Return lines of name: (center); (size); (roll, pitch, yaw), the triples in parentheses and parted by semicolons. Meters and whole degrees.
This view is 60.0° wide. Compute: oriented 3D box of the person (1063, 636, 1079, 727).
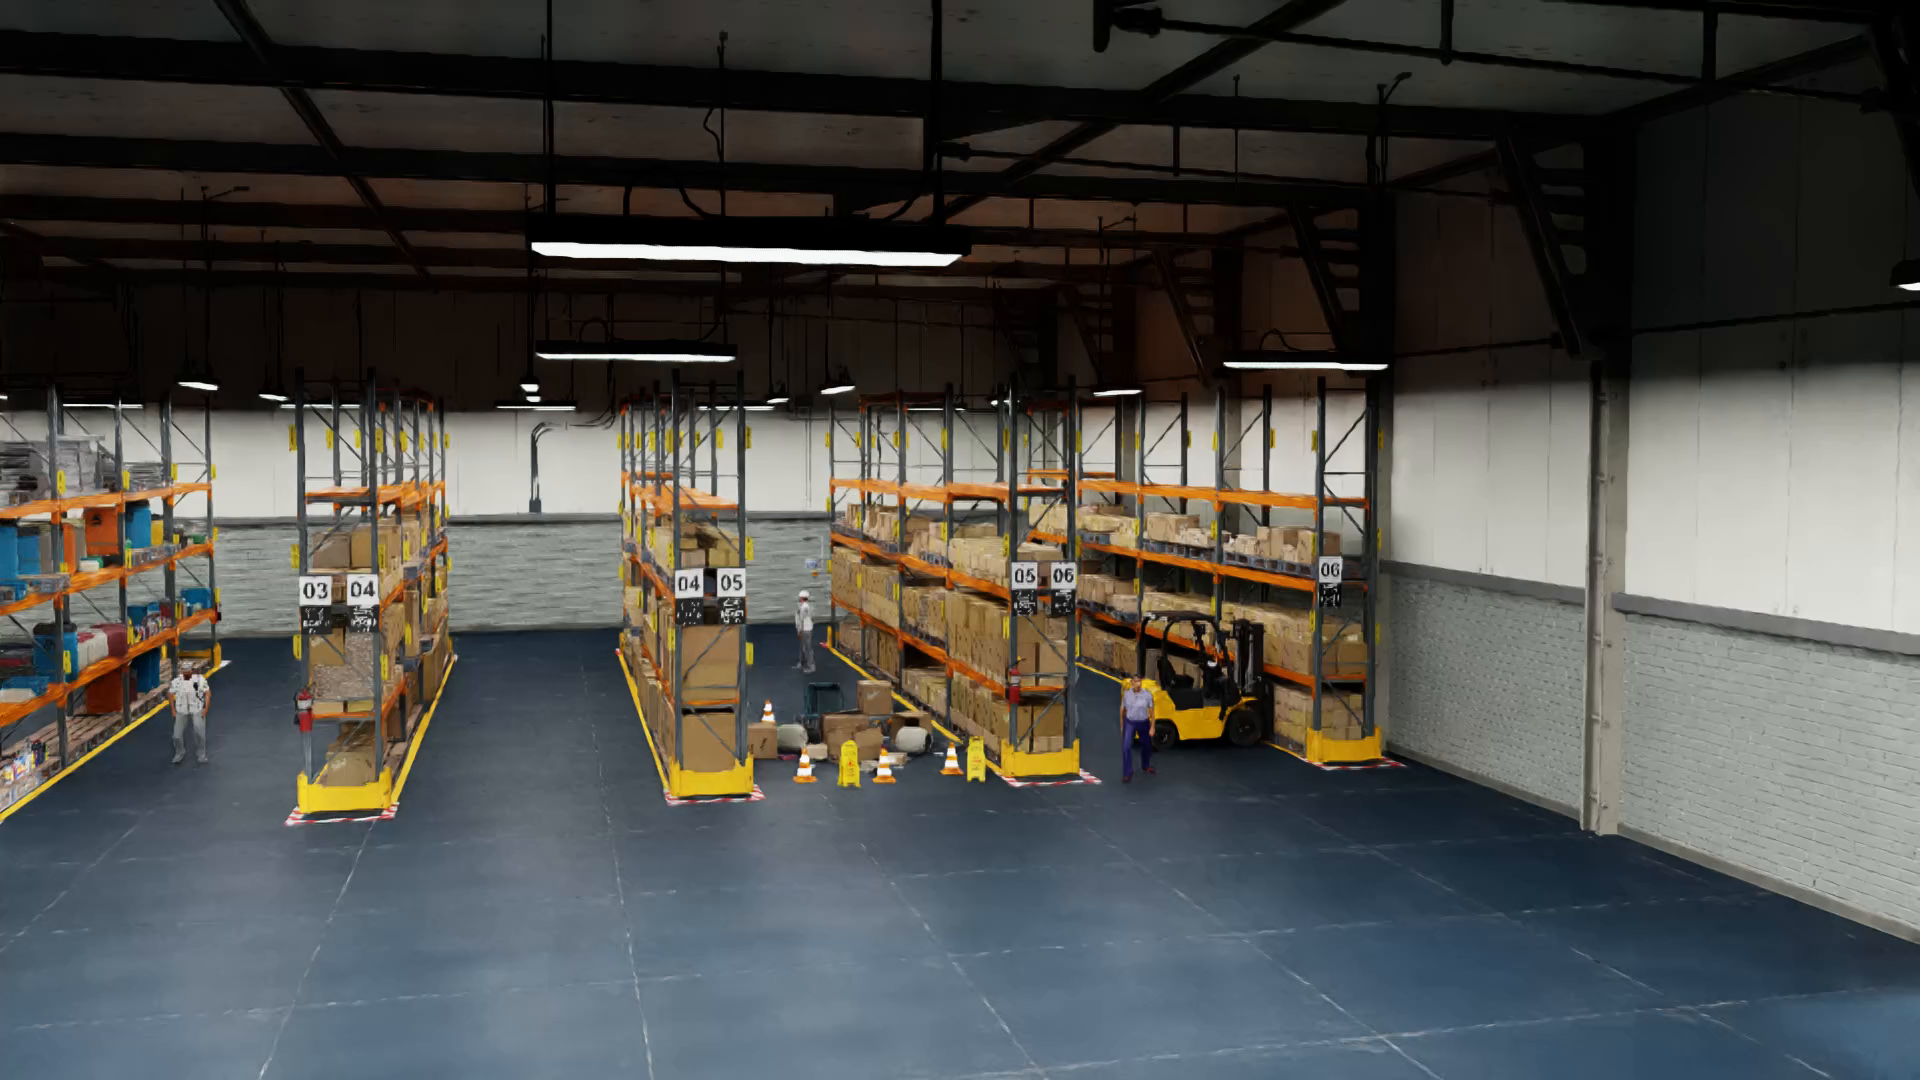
person: (1.884, 2.457, 29.082); (0.449, 1.599, 0.467); (1, 4, 17)

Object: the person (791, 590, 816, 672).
person: (-3.397, 1.956, 36.010); (0.590, 1.768, 0.634); (0, 3, 5)

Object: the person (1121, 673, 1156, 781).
person: (2.643, 2.738, 24.624); (0.534, 1.582, 0.935); (0, 3, 7)

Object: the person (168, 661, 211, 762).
person: (-11.973, 2.665, 25.820); (0.608, 1.611, 0.582); (-1, 4, -15)
